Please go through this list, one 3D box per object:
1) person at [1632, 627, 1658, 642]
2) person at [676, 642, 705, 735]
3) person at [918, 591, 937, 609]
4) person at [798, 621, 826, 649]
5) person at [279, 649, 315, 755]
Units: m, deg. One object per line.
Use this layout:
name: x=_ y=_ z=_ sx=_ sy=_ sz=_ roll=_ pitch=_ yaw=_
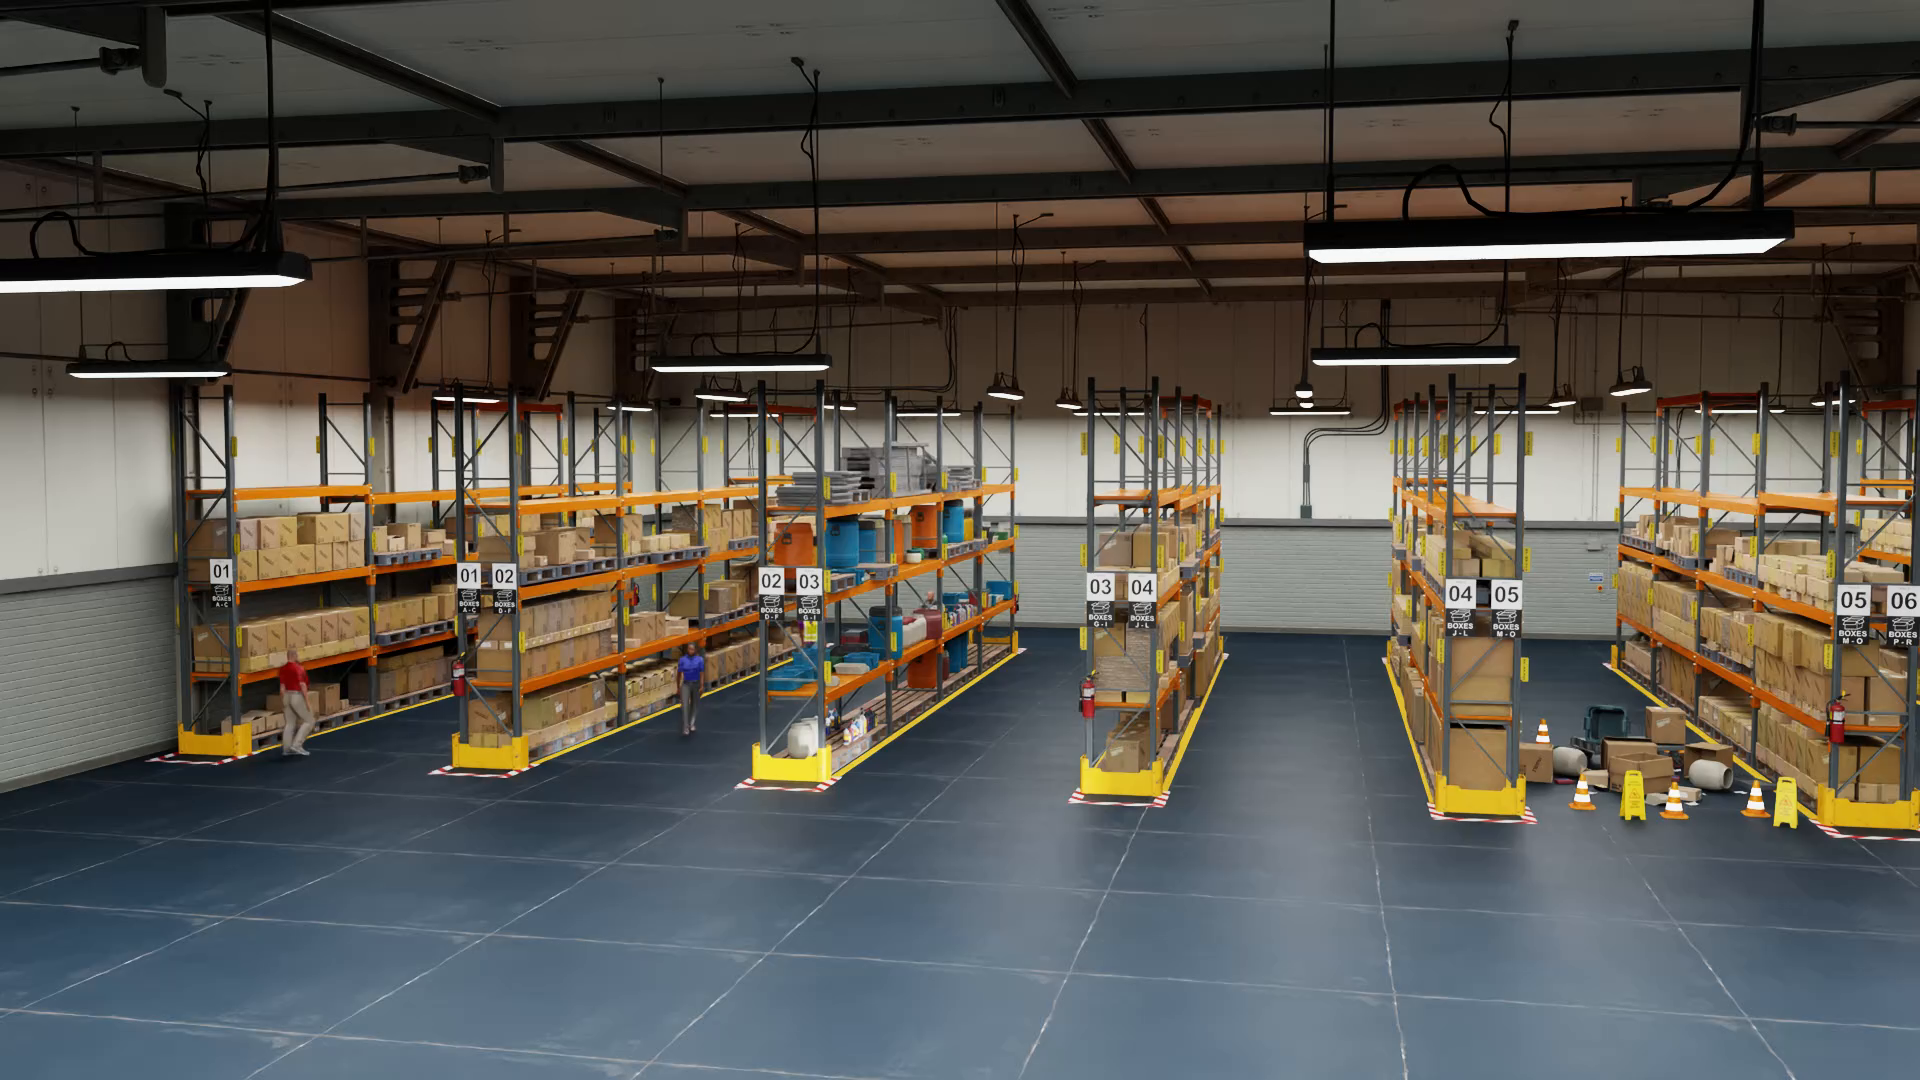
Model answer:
person: x=16.100 y=1.941 z=39.071 sx=1.111 sy=1.736 sz=0.592 roll=0 pitch=3 yaw=2
person: x=-4.672 y=2.561 z=28.853 sx=0.482 sy=1.599 sz=1.011 roll=-1 pitch=3 yaw=-21
person: x=-0.741 y=2.001 z=38.357 sx=0.548 sy=1.650 sz=1.069 roll=2 pitch=4 yaw=28
person: x=-3.137 y=2.156 z=35.291 sx=0.584 sy=1.703 sz=1.023 roll=0 pitch=3 yaw=-4
person: x=-10.756 y=2.625 z=26.914 sx=0.640 sy=1.714 sz=0.458 roll=2 pitch=4 yaw=26
